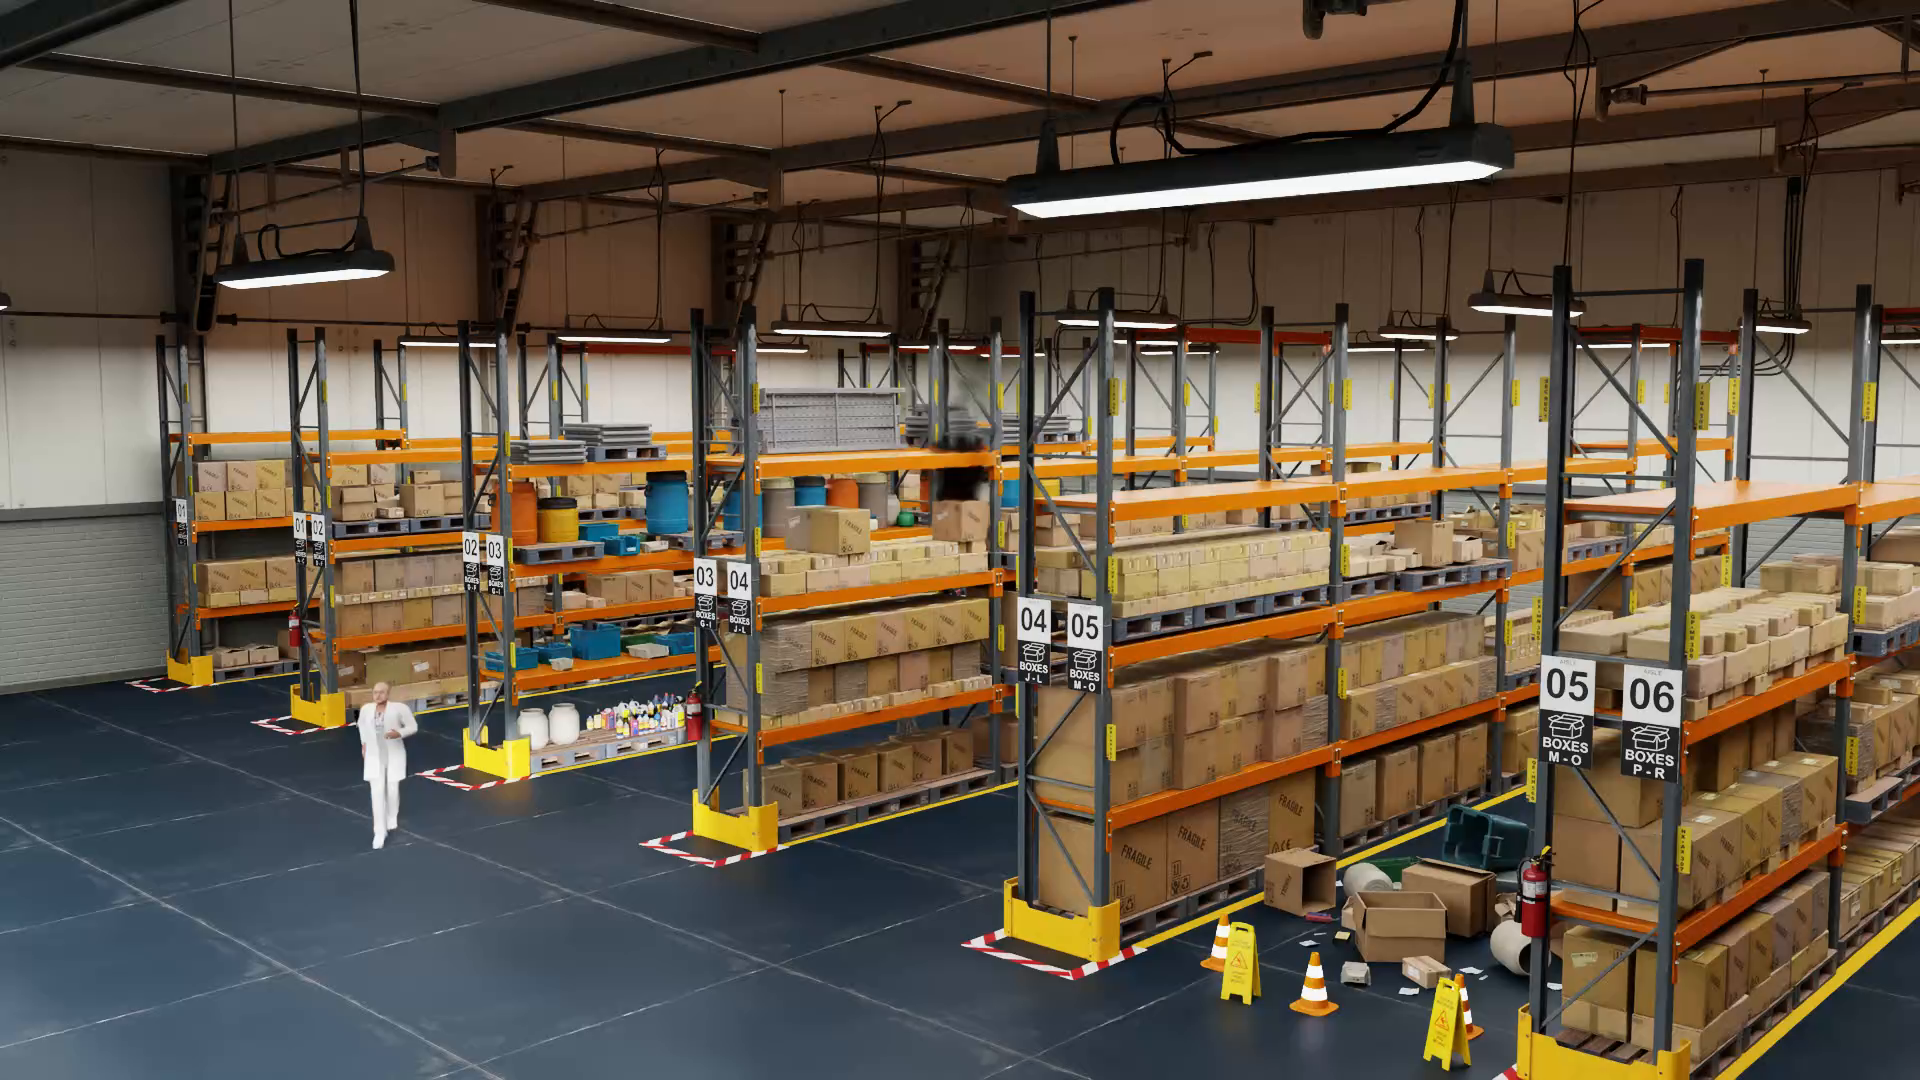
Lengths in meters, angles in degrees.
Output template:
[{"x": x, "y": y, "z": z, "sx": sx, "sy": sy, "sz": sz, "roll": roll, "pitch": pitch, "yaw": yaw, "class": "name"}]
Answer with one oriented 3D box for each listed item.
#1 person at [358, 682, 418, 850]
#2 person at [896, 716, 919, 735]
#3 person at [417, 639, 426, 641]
[{"x": -6.497, "y": 2.504, "z": 18.874, "sx": 0.681, "sy": 1.813, "sz": 0.937, "roll": -1, "pitch": 5, "yaw": -11, "class": "person"}, {"x": -0.785, "y": 2.111, "z": 23.800, "sx": 0.569, "sy": 1.684, "sz": 0.692, "roll": 4, "pitch": 7, "yaw": 38, "class": "person"}, {"x": -9.376, "y": 1.636, "z": 28.796, "sx": 0.584, "sy": 1.750, "sz": 0.718, "roll": 4, "pitch": 7, "yaw": 39, "class": "person"}]
